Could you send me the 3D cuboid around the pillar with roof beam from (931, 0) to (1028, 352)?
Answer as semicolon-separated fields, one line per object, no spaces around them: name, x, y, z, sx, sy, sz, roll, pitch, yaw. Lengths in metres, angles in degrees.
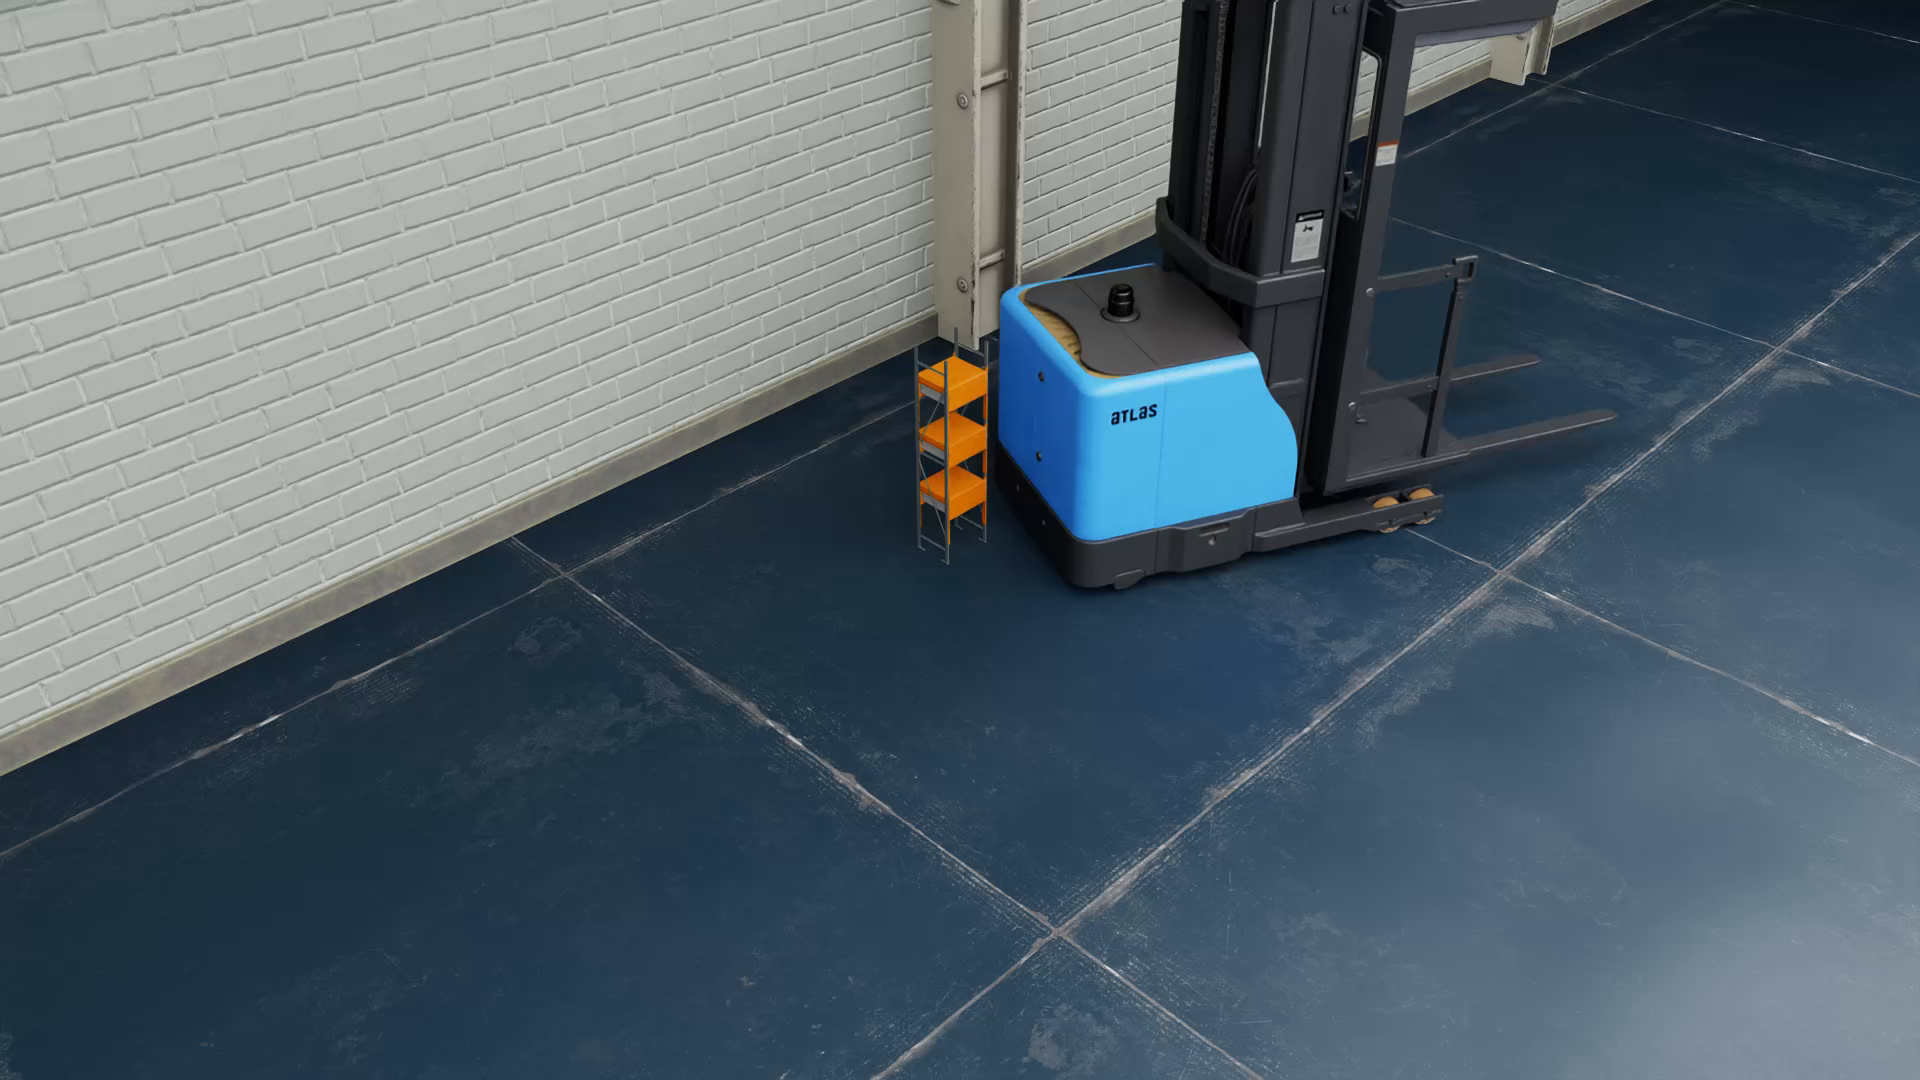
pillar with roof beam;3.155;-3.144;4.392;9.100;9.000;0.400;30;45;35

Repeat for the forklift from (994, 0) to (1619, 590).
forklift;1.738;-1.505;7.346;3.031;2.935;1.130;-12;37;-17

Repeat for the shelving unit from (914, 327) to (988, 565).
shelving unit;-0.038;-0.409;7.419;0.215;1.050;0.252;30;45;35

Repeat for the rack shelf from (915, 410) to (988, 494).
rack shelf;-0.038;-0.400;7.425;0.215;0.259;0.240;30;45;35

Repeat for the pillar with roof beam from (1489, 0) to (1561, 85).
pillar with roof beam;7.383;-5.580;7.885;9.100;9.000;0.400;30;45;35

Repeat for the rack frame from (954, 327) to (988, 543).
rack frame;0.048;-0.458;7.490;0.200;1.050;0.008;30;45;35

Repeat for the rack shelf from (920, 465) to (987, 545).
rack shelf;-0.038;-0.172;7.584;0.215;0.259;0.240;30;45;35

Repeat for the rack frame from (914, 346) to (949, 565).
rack frame;-0.124;-0.359;7.347;0.200;1.050;0.008;30;45;35

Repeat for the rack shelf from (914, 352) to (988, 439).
rack shelf;-0.038;-0.633;7.262;0.215;0.259;0.240;30;45;35
